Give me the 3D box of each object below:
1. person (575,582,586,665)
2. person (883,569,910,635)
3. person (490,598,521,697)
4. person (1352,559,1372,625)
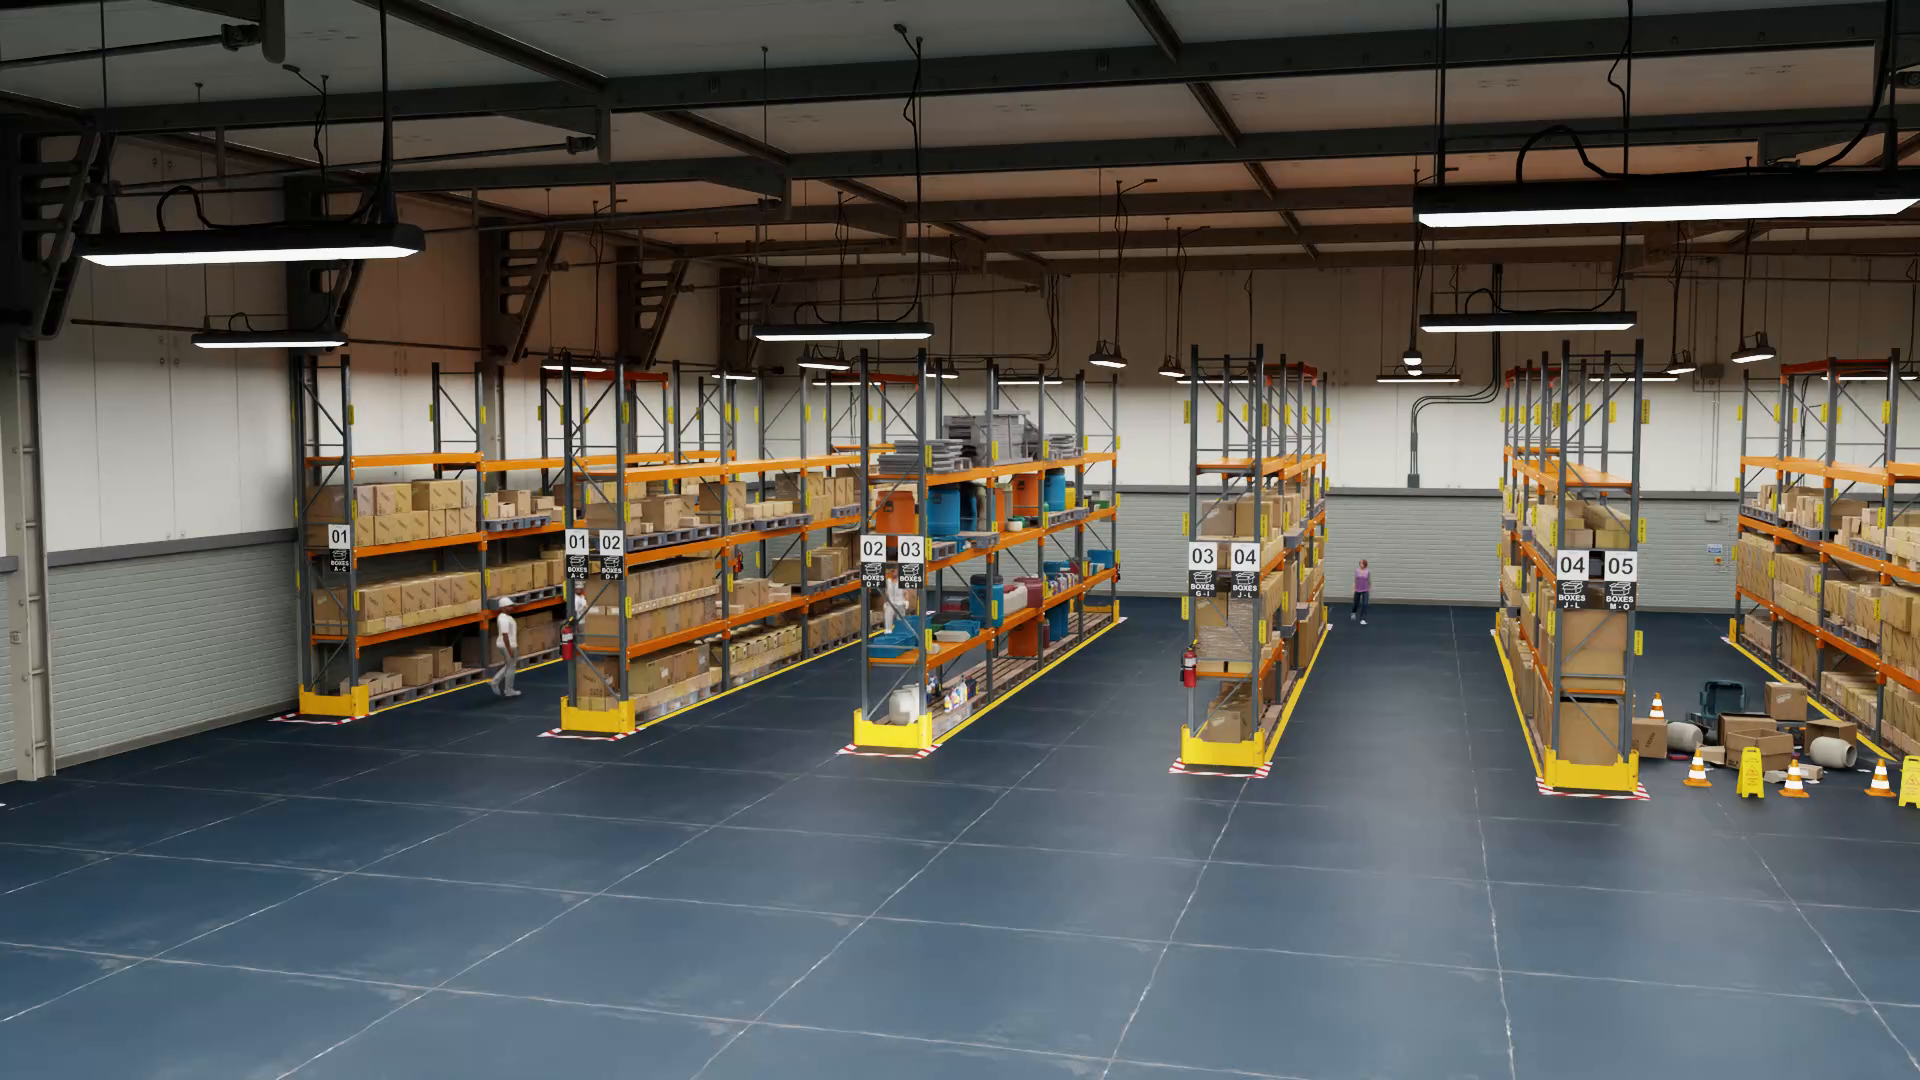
[{"bbox_3d":[-7.534,1.689,33.113,0.375,1.731,0.509,0,4,4],"label":"person"},{"bbox_3d":[-1.394,1.413,35.926,0.652,1.719,1.092,1,4,11],"label":"person"},{"bbox_3d":[-8.044,1.895,29.496,0.499,1.758,0.562,-4,6,-41],"label":"person"},{"bbox_3d":[9.614,1.226,39.795,0.462,1.566,0.688,0,4,4],"label":"person"}]
